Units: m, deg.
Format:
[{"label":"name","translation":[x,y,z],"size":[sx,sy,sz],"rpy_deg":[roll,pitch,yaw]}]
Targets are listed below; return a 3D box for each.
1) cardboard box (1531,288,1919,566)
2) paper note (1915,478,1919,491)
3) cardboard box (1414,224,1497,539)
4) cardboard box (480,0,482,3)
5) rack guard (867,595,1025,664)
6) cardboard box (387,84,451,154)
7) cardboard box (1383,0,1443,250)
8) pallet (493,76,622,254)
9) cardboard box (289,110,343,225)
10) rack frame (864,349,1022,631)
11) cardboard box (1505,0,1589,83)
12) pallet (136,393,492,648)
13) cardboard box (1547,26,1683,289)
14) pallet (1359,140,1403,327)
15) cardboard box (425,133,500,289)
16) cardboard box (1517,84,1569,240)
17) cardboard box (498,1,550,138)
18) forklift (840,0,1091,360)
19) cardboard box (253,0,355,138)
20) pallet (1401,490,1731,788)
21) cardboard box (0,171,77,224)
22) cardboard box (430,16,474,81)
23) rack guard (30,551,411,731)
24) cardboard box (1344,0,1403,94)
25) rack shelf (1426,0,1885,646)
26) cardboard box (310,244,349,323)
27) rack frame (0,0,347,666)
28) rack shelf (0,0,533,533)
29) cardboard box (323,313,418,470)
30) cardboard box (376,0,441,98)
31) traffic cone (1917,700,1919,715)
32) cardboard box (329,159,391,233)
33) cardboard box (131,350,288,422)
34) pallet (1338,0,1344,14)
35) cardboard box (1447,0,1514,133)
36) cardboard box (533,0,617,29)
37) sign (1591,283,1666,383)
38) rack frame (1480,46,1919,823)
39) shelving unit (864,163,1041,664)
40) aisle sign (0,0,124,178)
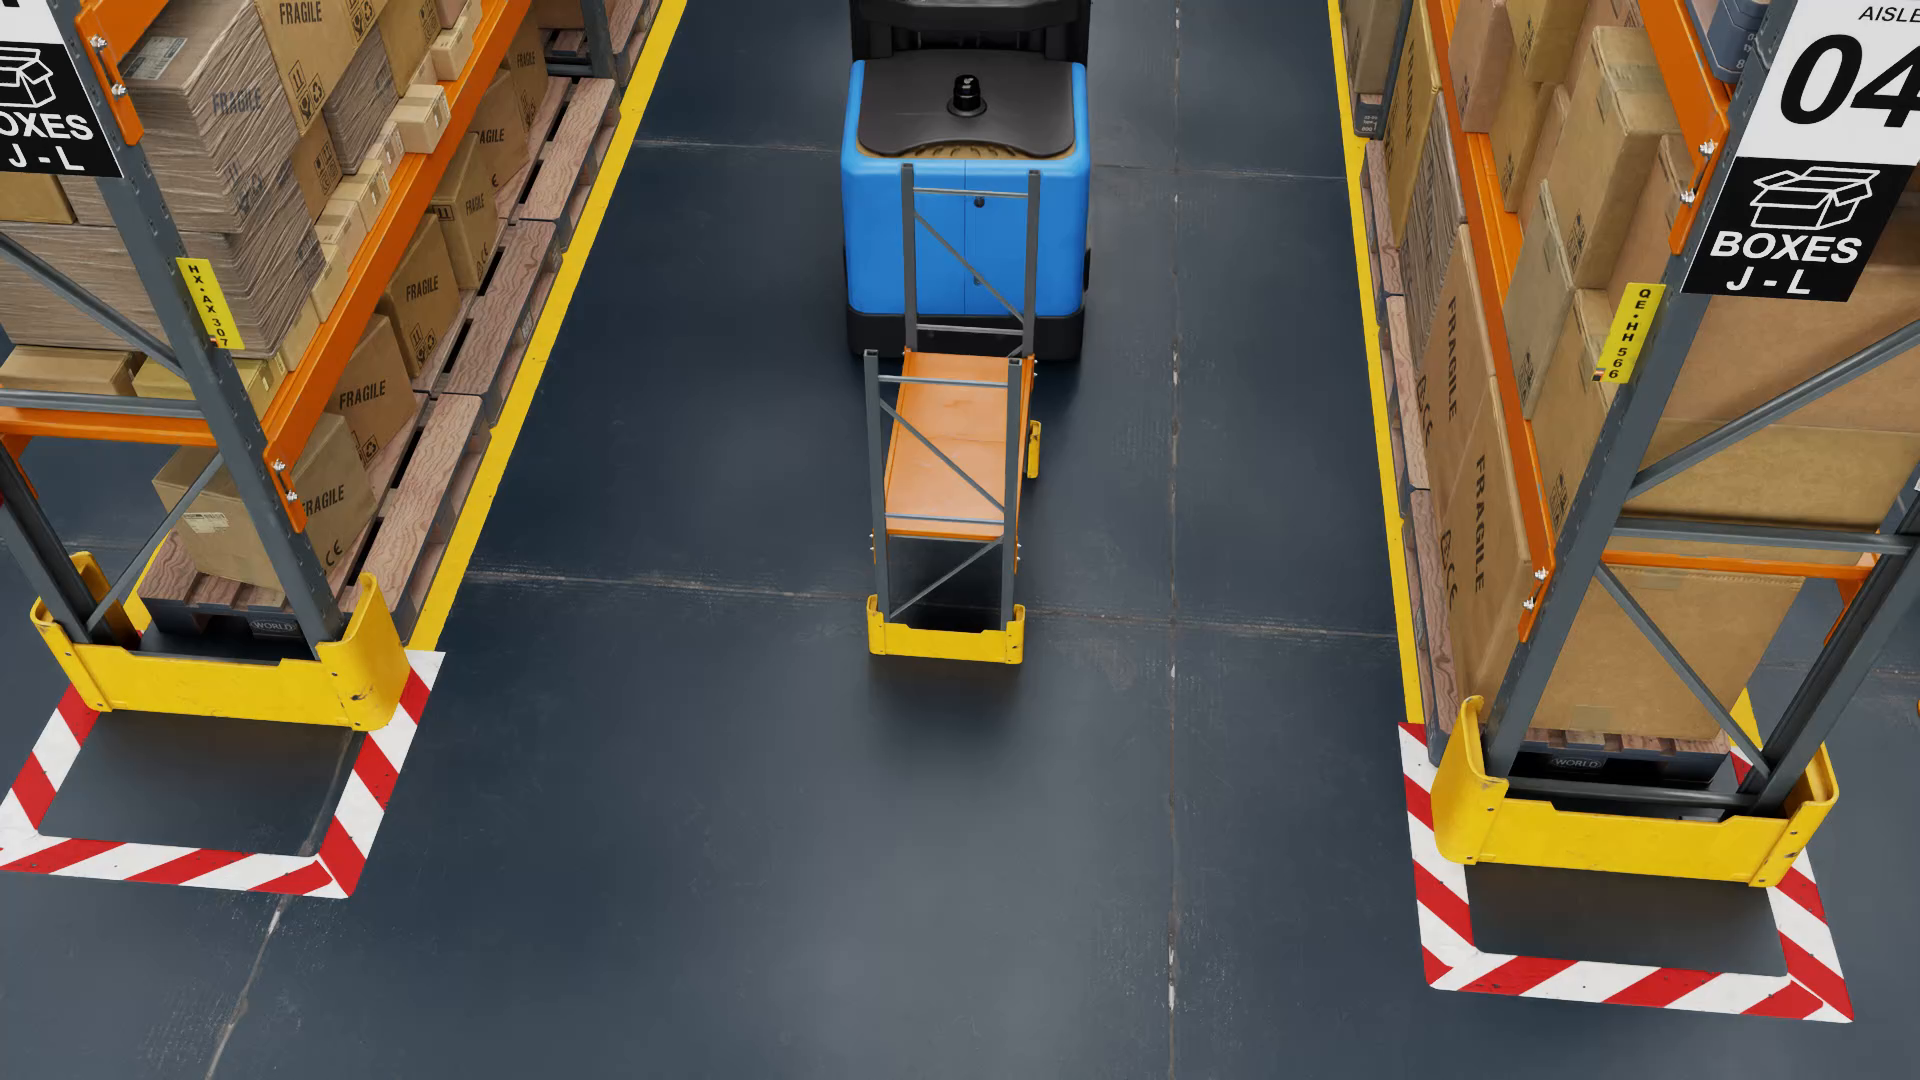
[{"label":"cardboard box","translation":[2.239,-0.335,4.922],"size":[0.875,0.550,0.550],"rpy_deg":[4,48,4]},{"label":"paper note","translation":[4.031,-0.243,6.966],"size":[0.032,0.001,0.123],"rpy_deg":[28,53,23]},{"label":"cardboard box","translation":[2.324,-0.582,6.405],"size":[0.875,0.875,0.875],"rpy_deg":[3,48,3]},{"label":"cardboard box","translation":[-2.223,-2.364,7.050],"size":[0.380,0.149,0.250],"rpy_deg":[4,48,4]},{"label":"rack guard","translation":[-0.052,0.338,6.272],"size":[0.587,0.250,0.087],"rpy_deg":[4,48,4]},{"label":"cardboard box","translation":[-2.184,-1.620,6.369],"size":[0.380,0.149,0.250],"rpy_deg":[4,48,4]},{"label":"cardboard box","translation":[2.487,-1.915,7.624],"size":[0.875,0.875,0.875],"rpy_deg":[5,48,4]},{"label":"pallet","translation":[-2.342,-1.918,8.361],"size":[1.003,0.211,1.213],"rpy_deg":[4,48,4]},{"label":"cardboard box","translation":[-2.677,-1.328,5.662],"size":[0.875,0.500,0.500],"rpy_deg":[4,48,4]},{"label":"rack frame","translation":[-0.054,-0.070,5.798],"size":[0.500,1.500,0.032],"rpy_deg":[4,48,4]},{"label":"cardboard box","translation":[2.386,-1.904,5.625],"size":[0.875,0.550,0.500],"rpy_deg":[4,48,4]},{"label":"pallet","translation":[-2.564,-0.125,6.722],"size":[1.003,0.211,1.213],"rpy_deg":[4,48,4]},{"label":"cardboard box","translation":[2.281,-1.104,4.893],"size":[0.875,0.550,0.550],"rpy_deg":[4,48,4]},{"label":"pallet","translation":[2.467,-1.453,7.936],"size":[1.003,0.211,1.213],"rpy_deg":[4,48,4]},{"label":"cardboard box","translation":[-2.415,-1.479,7.480],"size":[0.500,0.500,0.500],"rpy_deg":[0,48,0]},{"label":"cardboard box","translation":[2.443,-1.143,5.661],"size":[0.875,0.550,0.550],"rpy_deg":[4,48,4]},{"label":"cardboard box","translation":[-2.392,-2.362,8.287],"size":[0.500,0.500,0.500],"rpy_deg":[3,48,2]},{"label":"forklift","translation":[0.050,-2.864,7.383],"size":[1.130,2.935,3.031],"rpy_deg":[1,48,1]},{"label":"cardboard box","translation":[-2.306,-1.640,5.271],"size":[0.500,0.500,0.500],"rpy_deg":[4,48,4]},{"label":"pallet","translation":[2.245,0.340,6.296],"size":[1.003,0.211,1.213],"rpy_deg":[4,48,4]},{"label":"cardboard box","translation":[-2.876,-1.308,4.967],"size":[0.500,0.500,0.500],"rpy_deg":[4,48,4]},{"label":"cardboard box","translation":[-2.194,-1.992,6.709],"size":[0.380,0.149,0.250],"rpy_deg":[4,48,4]},{"label":"rack guard","translation":[-2.673,0.372,6.071],"size":[1.175,0.500,0.348],"rpy_deg":[4,48,4]},{"label":"cardboard box","translation":[2.581,-2.792,8.511],"size":[1.050,0.750,0.750],"rpy_deg":[4,48,3]},{"label":"rack shelf","translation":[2.432,-1.235,6.334],"size":[1.077,0.370,4.000],"rpy_deg":[4,48,4]},{"label":"cardboard box","translation":[-2.337,-0.890,5.701],"size":[0.380,0.149,0.250],"rpy_deg":[4,48,4]},{"label":"rack frame","translation":[-2.680,-0.416,5.098],"size":[1.000,3.000,0.127],"rpy_deg":[4,48,4]},{"label":"rack shelf","translation":[-2.498,-1.643,6.707],"size":[1.077,0.370,4.000],"rpy_deg":[4,48,4]},{"label":"cardboard box","translation":[-2.586,-0.613,6.688],"size":[0.500,0.500,0.500],"rpy_deg":[15,49,14]},{"label":"cardboard box","translation":[-2.531,-2.059,6.331],"size":[0.875,0.500,0.500],"rpy_deg":[4,48,4]},{"label":"traffic cone","translation":[3.712,0.553,5.930],"size":[0.336,0.463,0.334],"rpy_deg":[4,48,4]},{"label":"cardboard box","translation":[-2.305,-1.258,6.038],"size":[0.380,0.149,0.250],"rpy_deg":[4,48,4]},{"label":"cardboard box","translation":[-2.417,-0.525,5.367],"size":[0.380,0.149,0.250],"rpy_deg":[4,48,4]},{"label":"pallet","translation":[2.718,-3.477,9.787],"size":[1.003,0.211,1.213],"rpy_deg":[4,48,4]},{"label":"cardboard box","translation":[2.399,-1.932,6.382],"size":[0.875,0.550,0.550],"rpy_deg":[4,48,4]},{"label":"cardboard box","translation":[-2.238,-3.110,8.957],"size":[0.700,0.500,0.500],"rpy_deg":[1,48,1]},{"label":"sign","translation":[1.711,-0.526,4.253],"size":[0.100,0.325,0.005],"rpy_deg":[4,48,4]},{"label":"rack frame","translation":[2.250,-0.008,4.725],"size":[1.000,3.000,0.127],"rpy_deg":[4,48,4]},{"label":"shelving unit","translation":[-0.007,-0.450,6.145],"size":[0.587,1.500,1.083],"rpy_deg":[4,48,4]},{"label":"aisle sign","translation":[-2.387,-1.228,4.078],"size":[0.394,0.787,0.004],"rpy_deg":[4,48,4]}]
